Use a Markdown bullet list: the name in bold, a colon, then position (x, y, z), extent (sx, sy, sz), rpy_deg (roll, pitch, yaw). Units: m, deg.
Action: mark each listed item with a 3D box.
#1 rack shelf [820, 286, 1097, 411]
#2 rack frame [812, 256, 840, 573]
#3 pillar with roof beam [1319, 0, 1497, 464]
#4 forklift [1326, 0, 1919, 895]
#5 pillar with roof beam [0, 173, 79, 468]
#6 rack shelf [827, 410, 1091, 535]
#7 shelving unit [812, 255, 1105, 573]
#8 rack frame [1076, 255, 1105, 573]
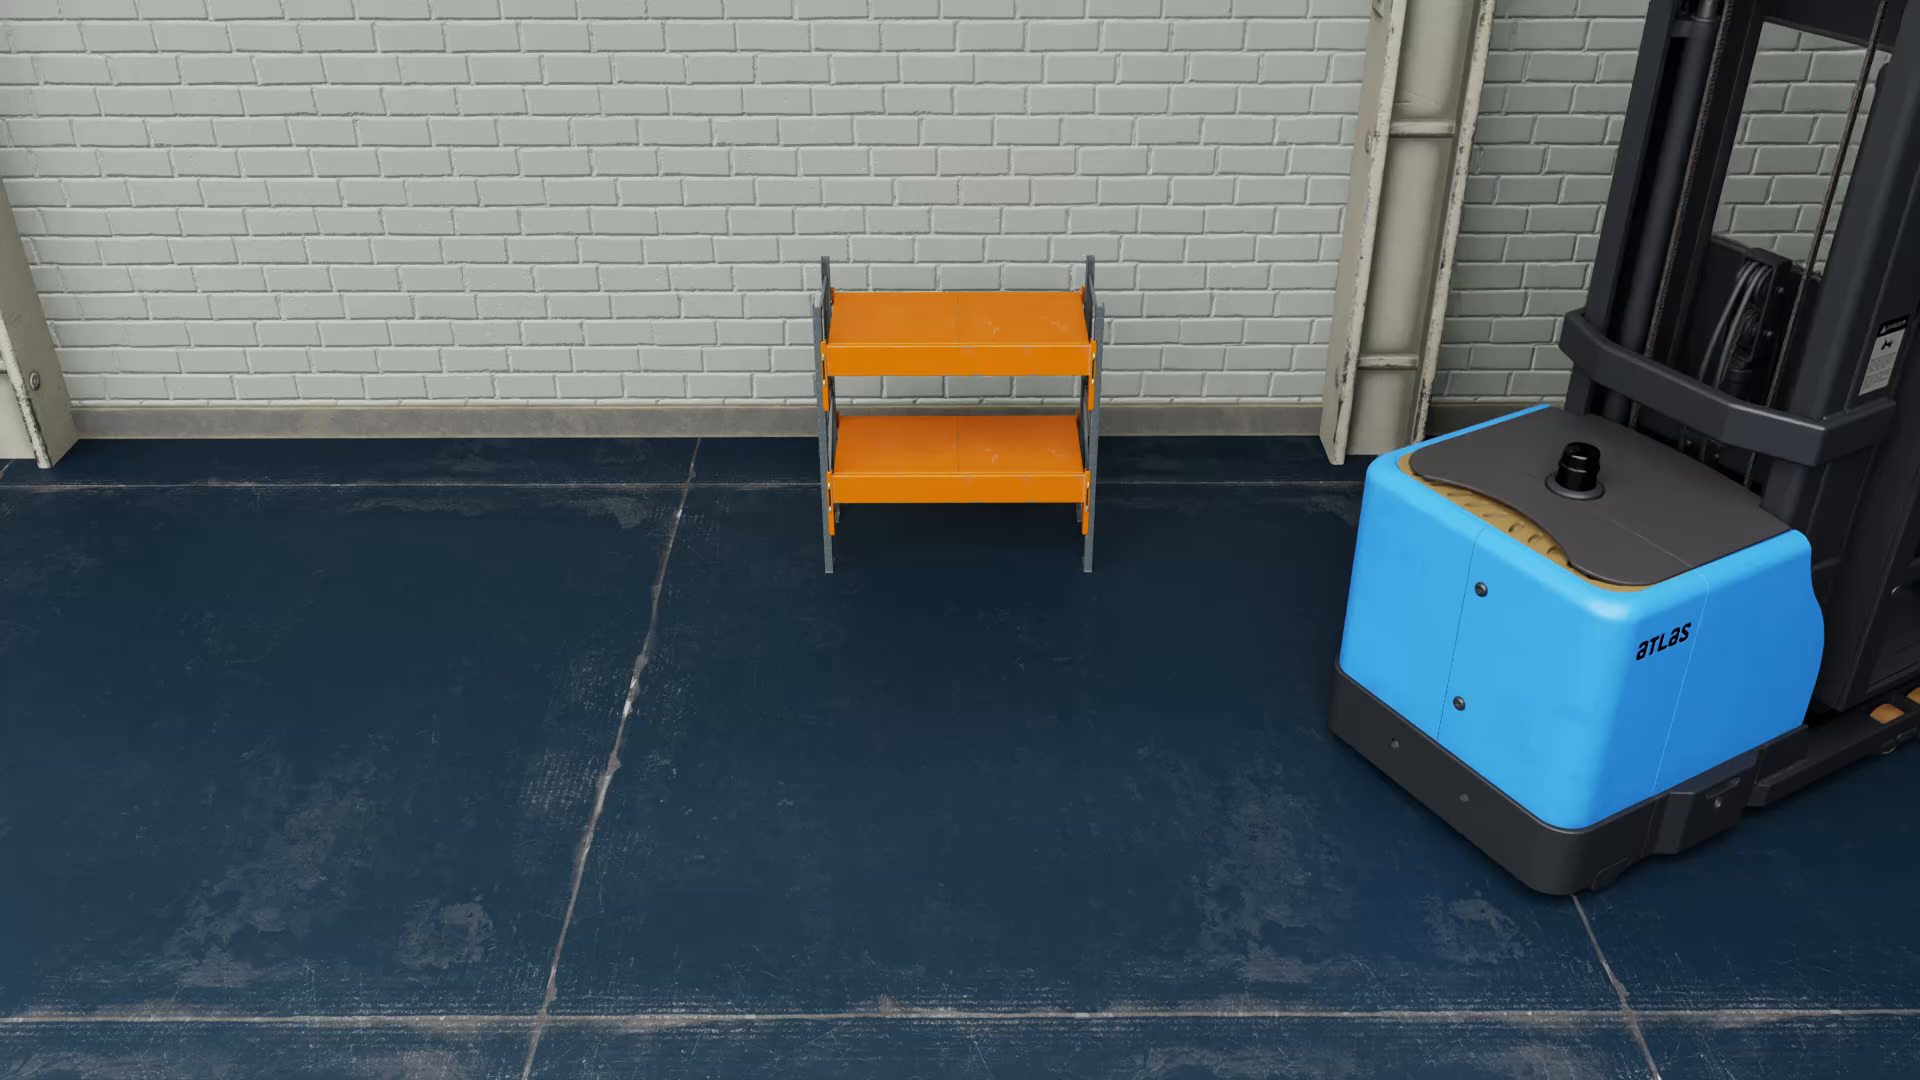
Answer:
- **rack shelf**: position (-0.007, -0.731, 6.306), extent (1.000, 0.278, 0.538), rpy_deg (0, 31, 0)
- **rack frame**: position (-0.515, -0.479, 6.456), extent (0.032, 1.125, 0.500), rpy_deg (0, 31, 0)
- **pillar with roof beam**: position (1.853, -2.027, 1.416), extent (0.400, 9.000, 9.100), rpy_deg (0, 31, 0)
- **forklift**: position (2.767, -0.757, 5.172), extent (3.031, 2.935, 1.130), rpy_deg (-17, 35, -26)
- **pillar with roof beam**: position (-4.147, -2.008, 1.385), extent (0.400, 9.000, 9.100), rpy_deg (0, 31, 0)
- **rack shelf**: position (-0.007, -0.272, 6.585), extent (1.000, 0.278, 0.538), rpy_deg (0, 31, 0)
- **shelving unit**: position (-0.007, -0.481, 6.458), extent (1.048, 1.125, 0.538), rpy_deg (0, 31, 0)
- **rack frame**: position (0.502, -0.482, 6.461), extent (0.032, 1.125, 0.500), rpy_deg (0, 31, 0)
